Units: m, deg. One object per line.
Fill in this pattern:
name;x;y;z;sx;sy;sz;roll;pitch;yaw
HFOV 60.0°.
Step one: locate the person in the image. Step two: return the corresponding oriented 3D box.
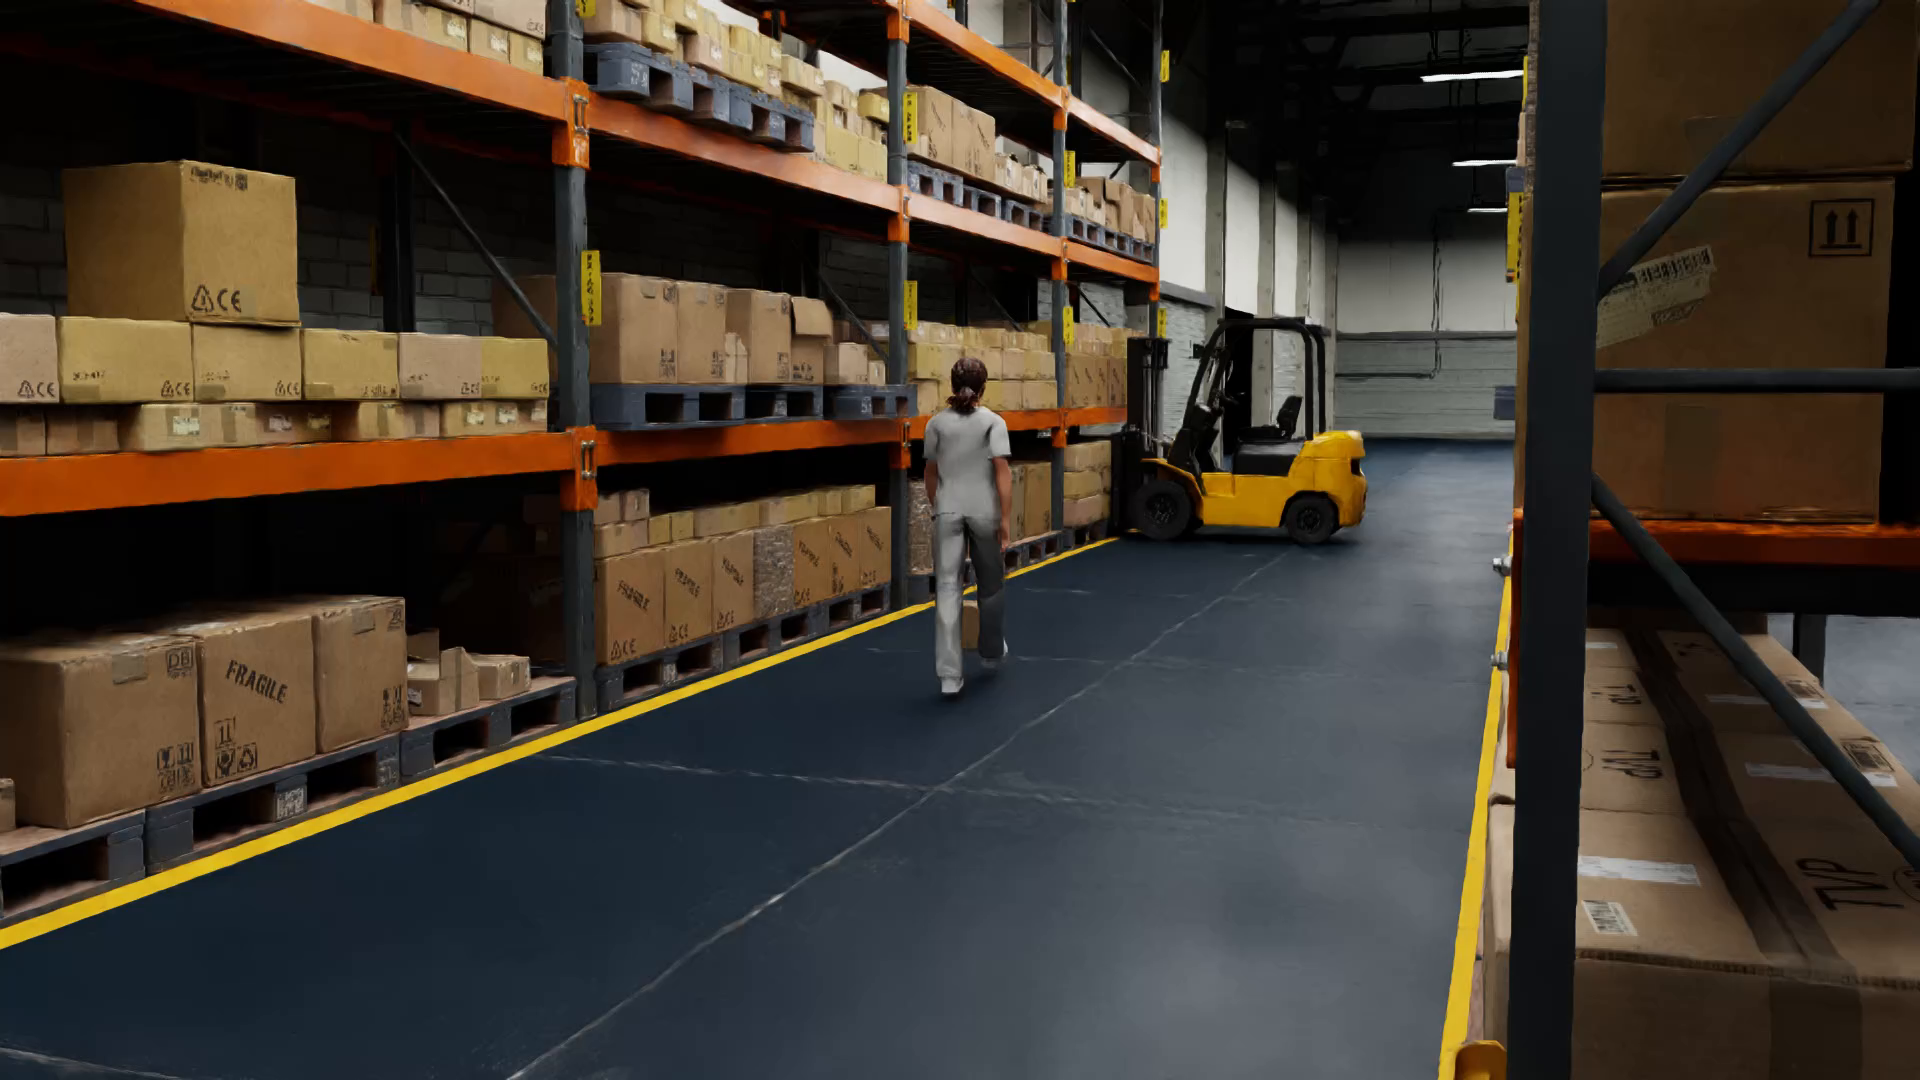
person;0.042;-0.108;8.311;0.457;1.610;0.994;1;5;5
